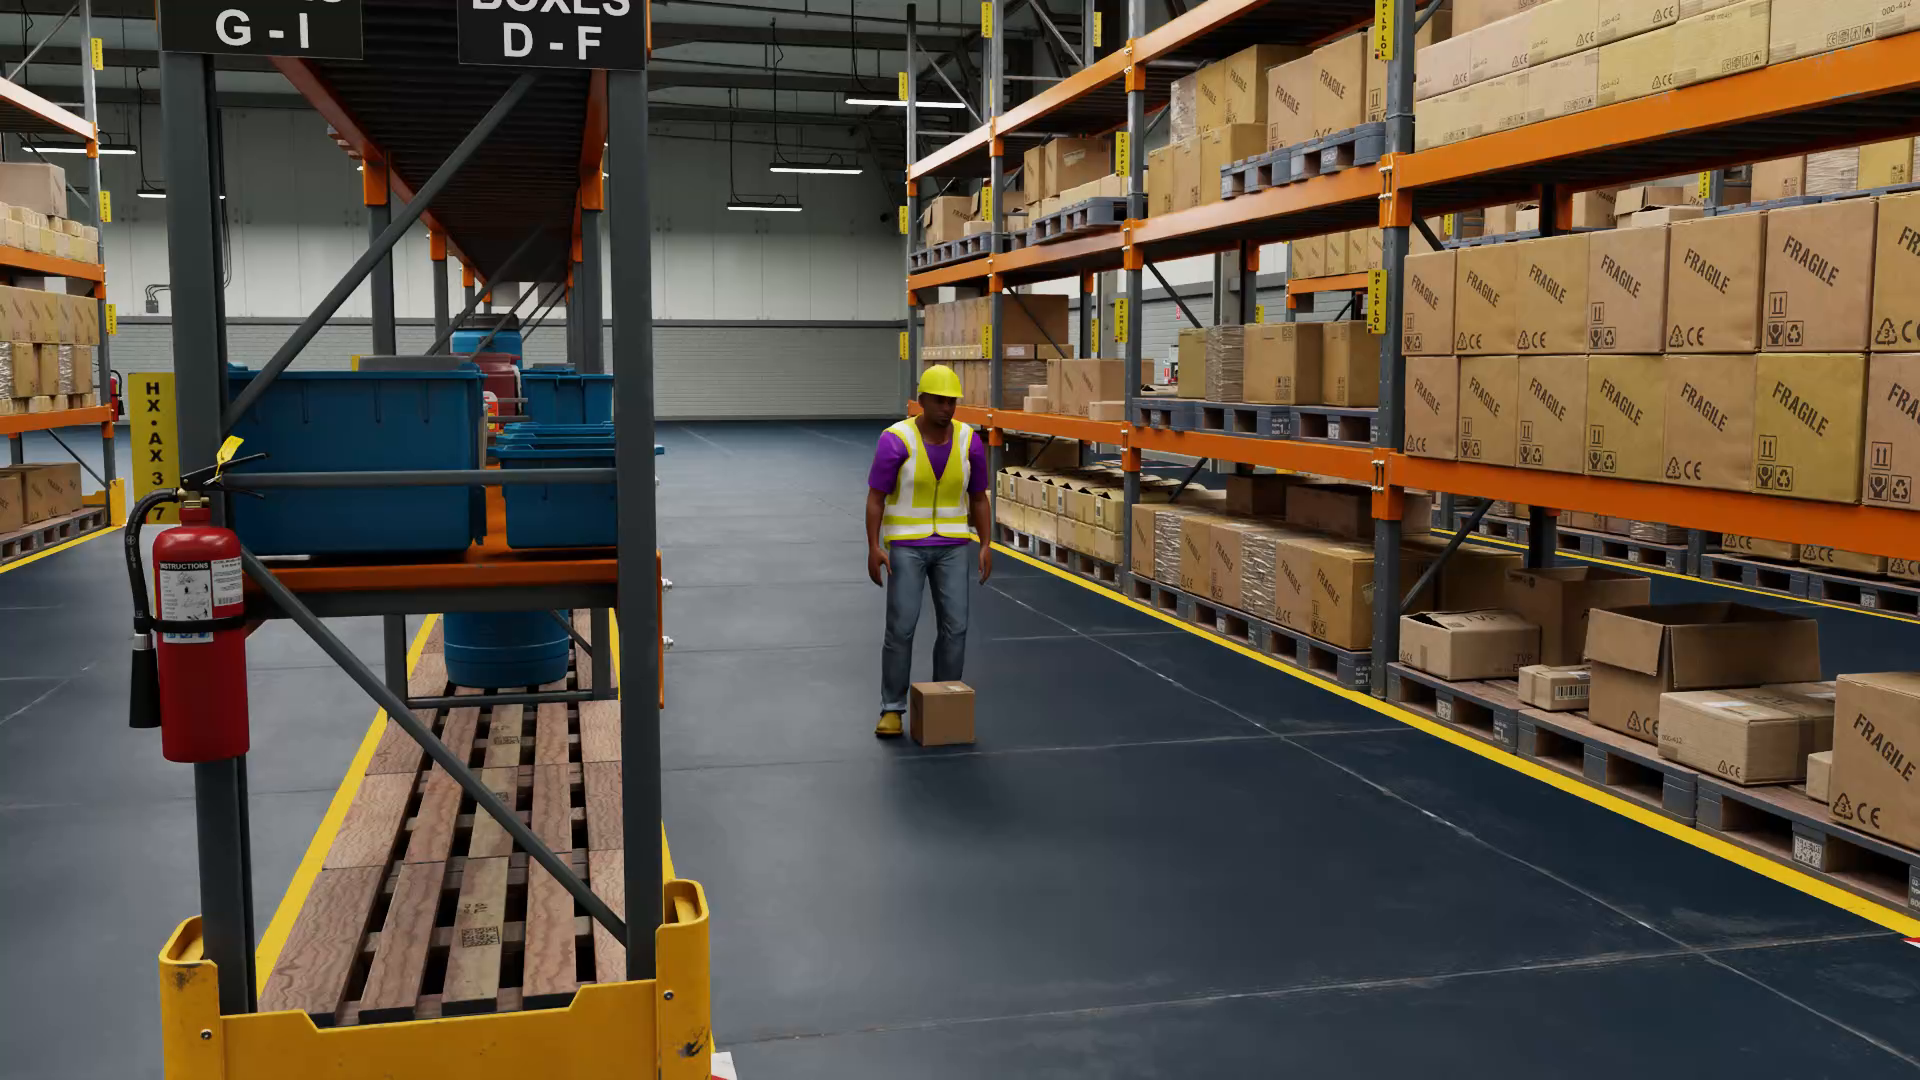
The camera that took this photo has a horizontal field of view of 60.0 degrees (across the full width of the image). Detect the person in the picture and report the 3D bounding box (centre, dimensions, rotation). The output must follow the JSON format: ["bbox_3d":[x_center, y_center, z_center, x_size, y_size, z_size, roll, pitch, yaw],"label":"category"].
[{"bbox_3d":[-10.312,-2.912,1.518,23.698,9.002,6.036,-2,6,-17],"label":"person"}]
